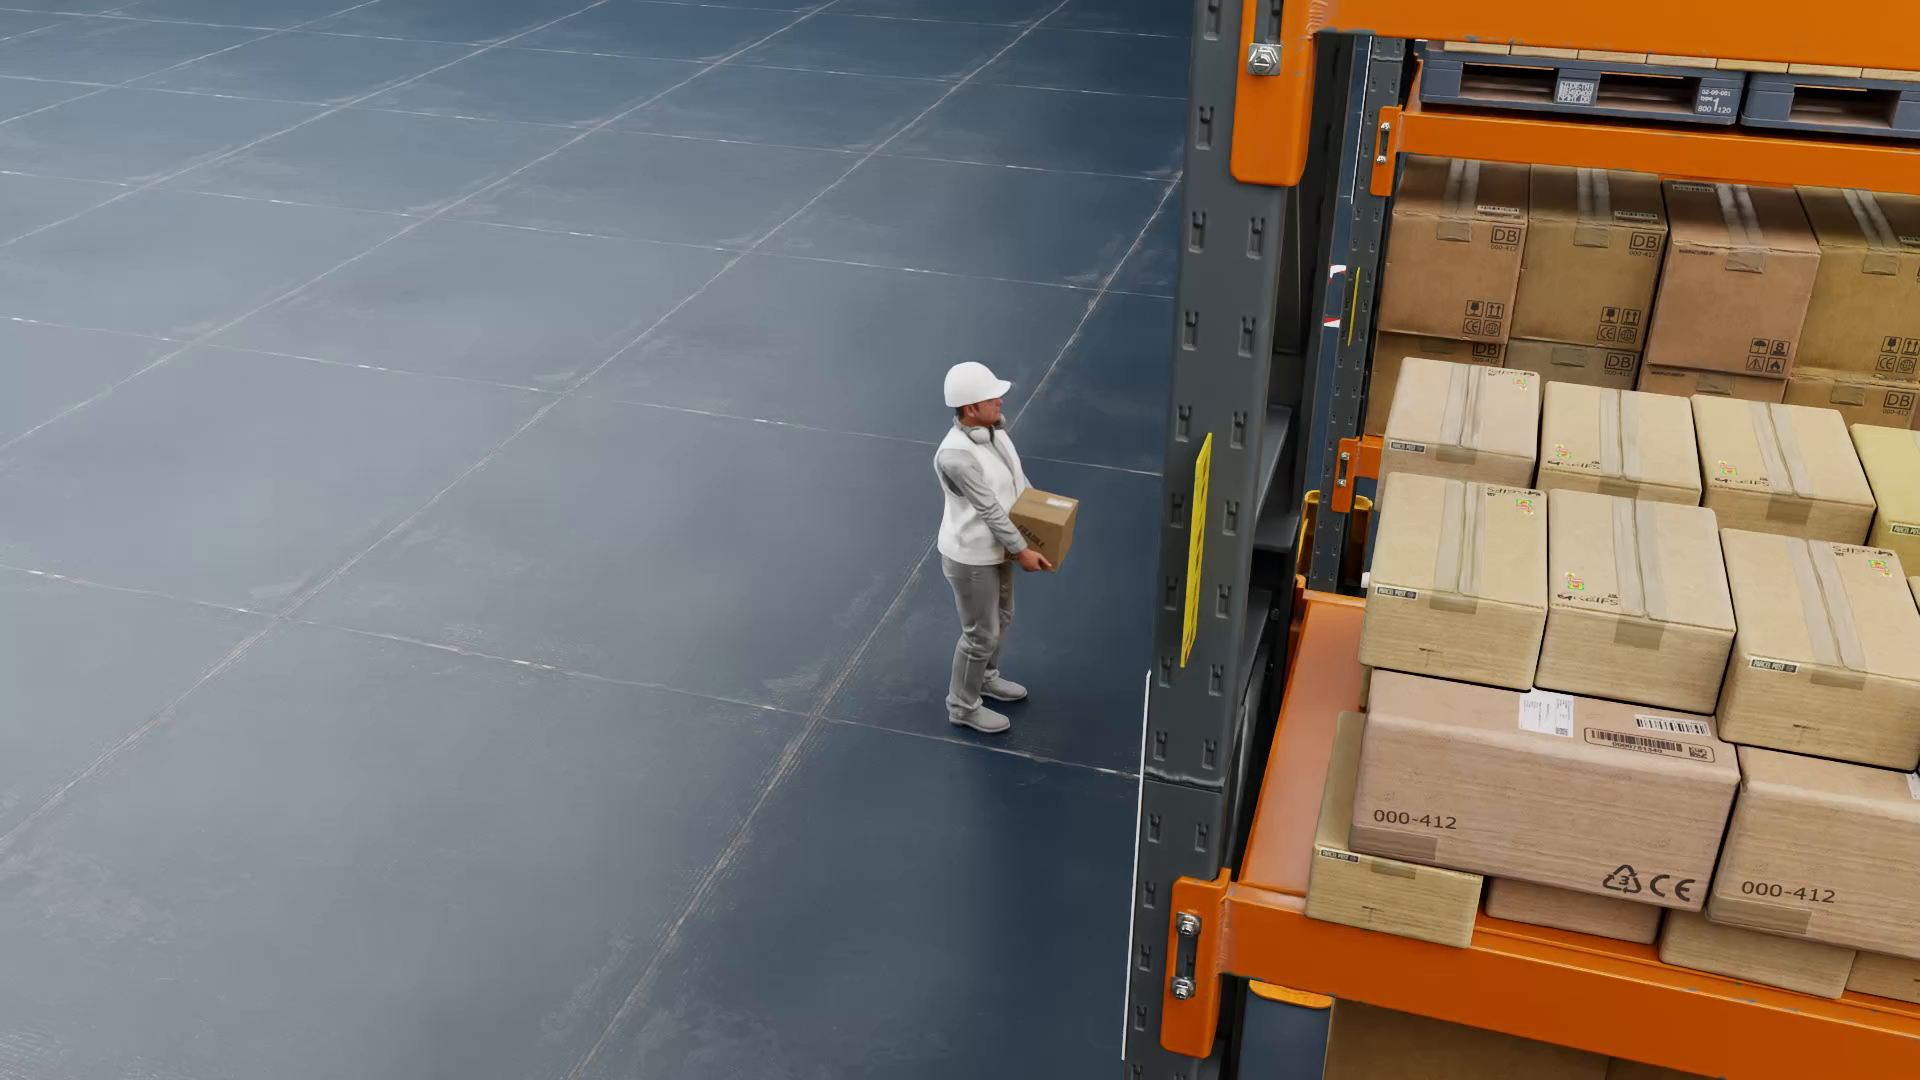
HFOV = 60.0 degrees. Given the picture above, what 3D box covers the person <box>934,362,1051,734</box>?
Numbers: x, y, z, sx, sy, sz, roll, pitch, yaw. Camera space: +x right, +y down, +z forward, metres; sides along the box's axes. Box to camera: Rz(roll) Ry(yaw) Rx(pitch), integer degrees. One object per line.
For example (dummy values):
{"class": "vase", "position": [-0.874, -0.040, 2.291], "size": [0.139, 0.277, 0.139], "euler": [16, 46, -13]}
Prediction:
{"class": "person", "position": [0.190, 0.036, 7.542], "size": [0.547, 1.764, 0.494], "euler": [9, 30, 16]}
